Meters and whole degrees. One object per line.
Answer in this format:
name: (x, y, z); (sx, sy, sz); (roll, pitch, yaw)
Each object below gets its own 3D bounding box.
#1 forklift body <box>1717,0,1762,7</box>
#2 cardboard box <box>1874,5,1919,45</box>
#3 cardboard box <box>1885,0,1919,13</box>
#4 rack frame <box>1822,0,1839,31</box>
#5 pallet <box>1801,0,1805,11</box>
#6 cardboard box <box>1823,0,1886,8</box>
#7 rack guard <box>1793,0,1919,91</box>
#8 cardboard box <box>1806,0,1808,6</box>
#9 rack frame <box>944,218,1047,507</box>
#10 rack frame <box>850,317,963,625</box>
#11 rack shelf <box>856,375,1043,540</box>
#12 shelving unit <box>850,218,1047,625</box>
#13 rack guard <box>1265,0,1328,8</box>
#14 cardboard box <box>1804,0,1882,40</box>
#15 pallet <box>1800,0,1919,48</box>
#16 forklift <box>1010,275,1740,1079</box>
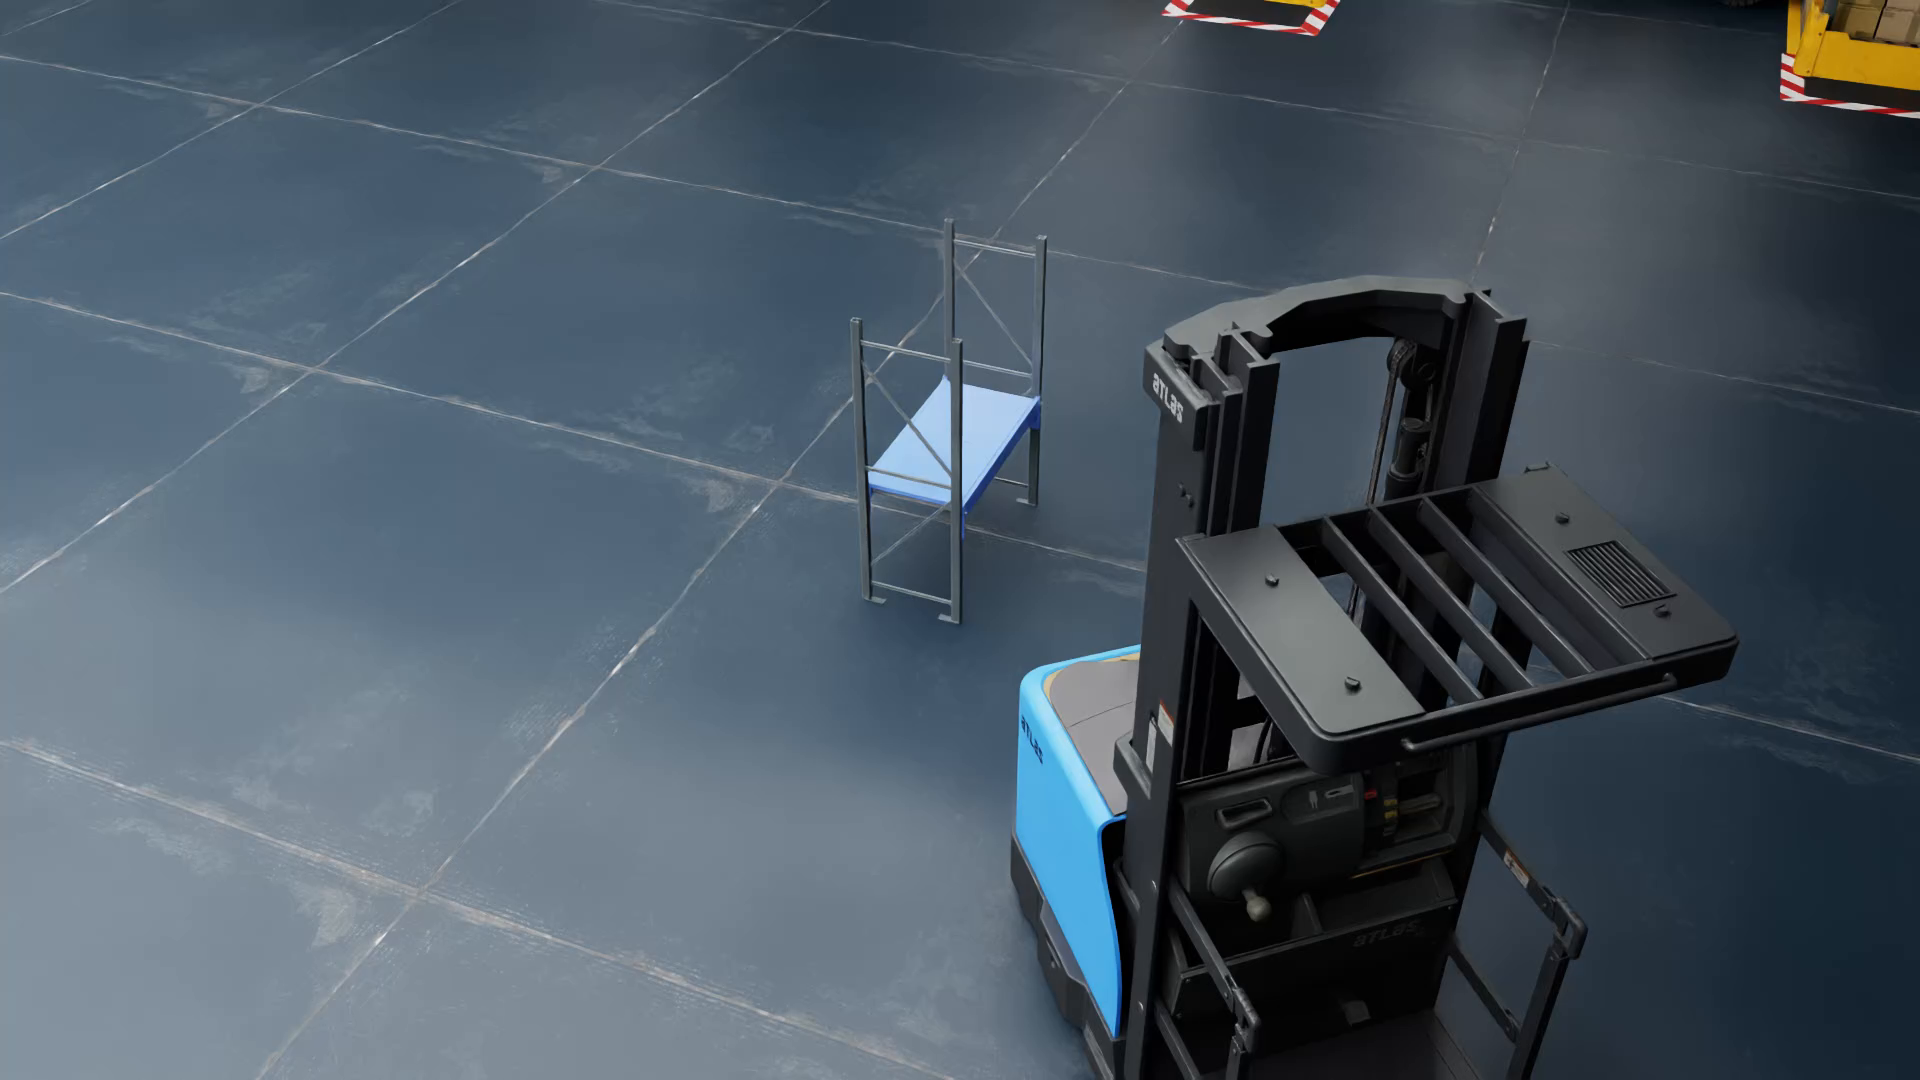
forklift body: (6.259, -5.992, 14.470); (2.313, 2.155, 1.214); (14, 39, 18)
cardboard box: (7.592, -4.161, 13.257); (0.500, 0.250, 0.500); (14, 39, 18)
cardboard box: (7.595, -4.347, 13.088); (0.500, 0.250, 0.500); (15, 39, 19)
rack frame: (7.225, -4.867, 12.256); (1.000, 3.000, 0.127); (14, 39, 18)
pallet: (7.942, -4.856, 14.570); (1.003, 0.211, 1.213); (14, 39, 18)
cardboard box: (7.121, -4.475, 13.259); (0.500, 0.250, 0.500); (13, 39, 17)
rack guard: (7.215, -3.852, 12.986); (1.175, 0.500, 0.348); (14, 39, 18)
cardboard box: (7.309, -4.539, 13.763); (0.500, 0.250, 0.500); (14, 39, 18)
rack frame: (0.161, -0.835, 8.114); (0.500, 1.500, 0.032); (14, 39, 18)
rack frame: (-0.226, -0.272, 7.361); (0.500, 1.500, 0.032); (14, 39, 18)
rack shelf: (-0.032, -0.409, 7.845); (0.538, 0.185, 1.000); (14, 39, 18)
shelving unit: (-0.032, -0.554, 7.738); (0.538, 1.500, 1.048); (14, 39, 18)
rack guard: (2.662, -5.036, 14.570); (1.175, 0.500, 0.348); (14, 39, 18)
cardboard box: (7.111, -4.266, 13.397); (0.500, 0.250, 0.500); (14, 39, 18)
pallet: (7.477, -4.183, 13.670); (1.003, 0.211, 1.213); (14, 39, 18)
forklift: (1.139, 0.890, 4.611); (1.130, 2.935, 3.031); (-11, 38, -15)
